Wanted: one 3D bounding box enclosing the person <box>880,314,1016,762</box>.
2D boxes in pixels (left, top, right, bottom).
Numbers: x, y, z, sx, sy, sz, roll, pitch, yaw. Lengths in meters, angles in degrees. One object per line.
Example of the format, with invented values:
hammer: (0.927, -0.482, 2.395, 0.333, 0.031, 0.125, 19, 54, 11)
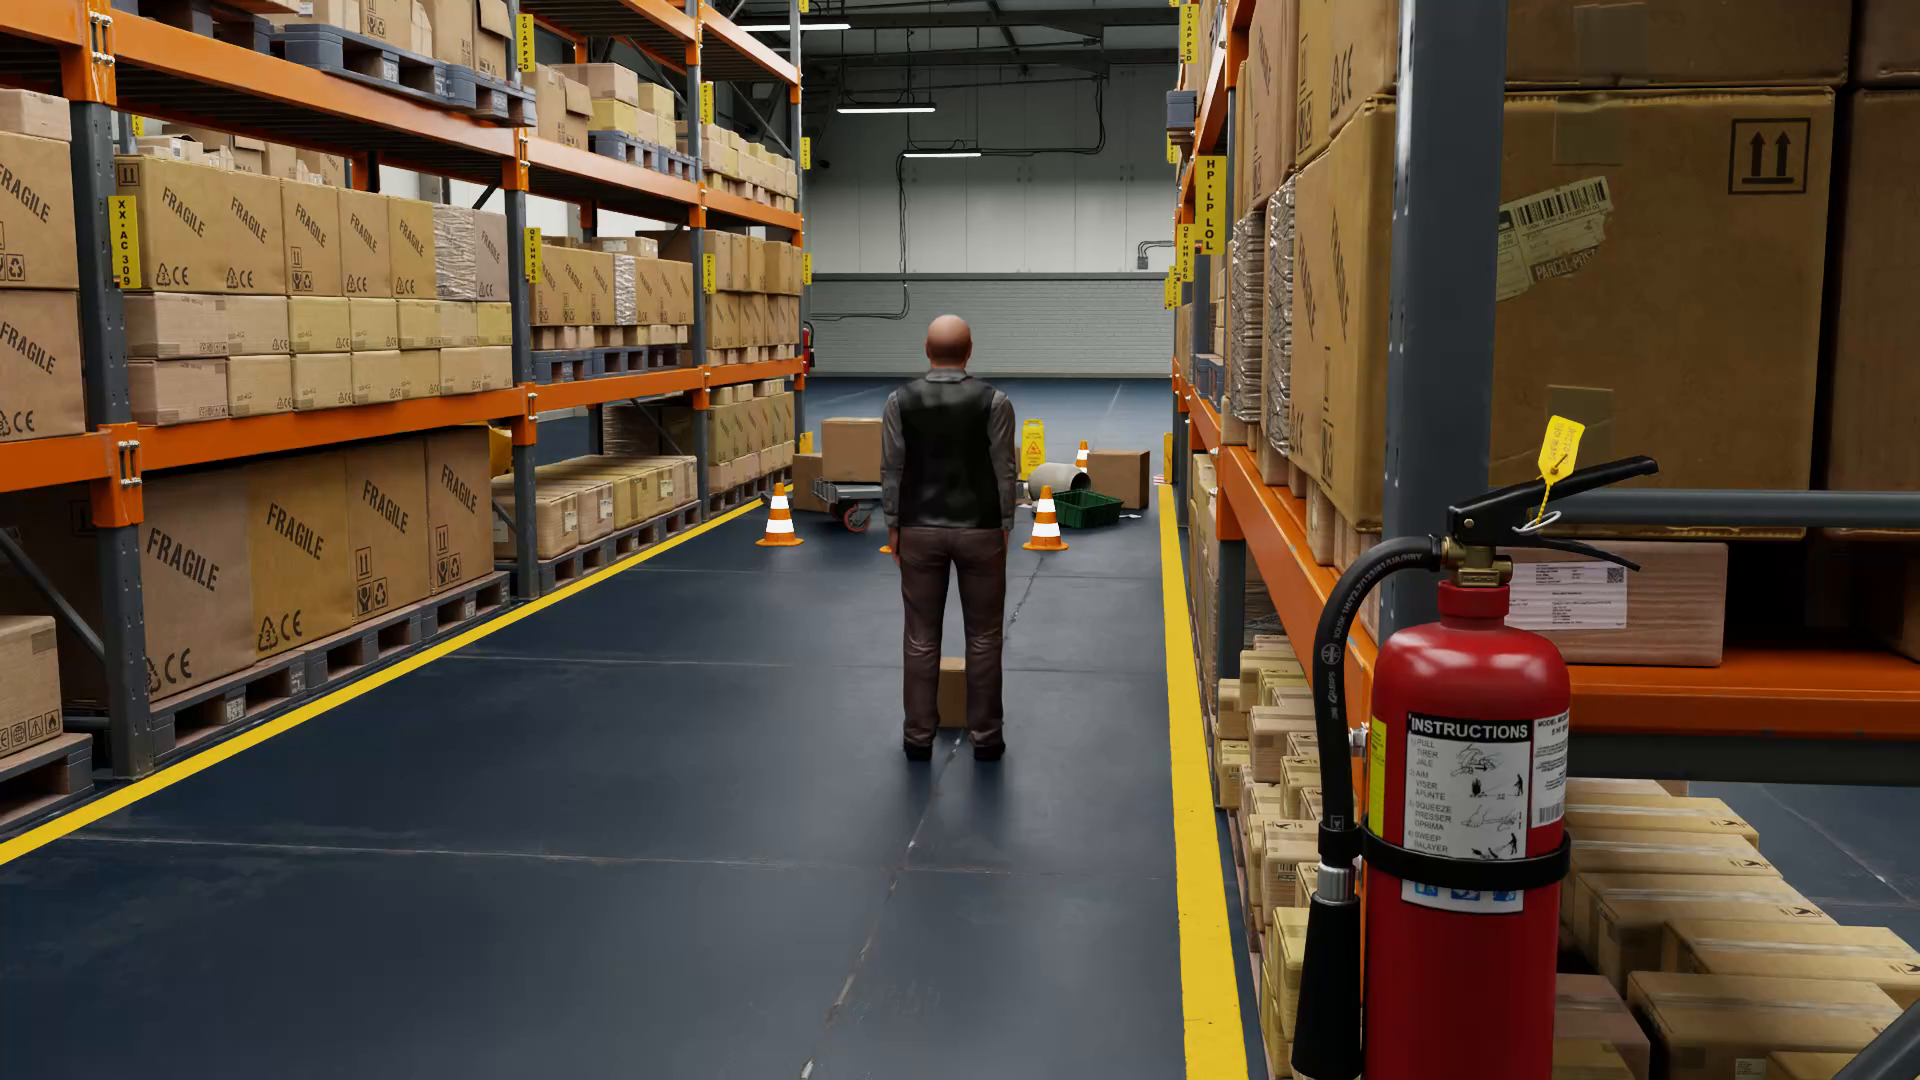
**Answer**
person: (-0.043, -0.011, 6.473, 0.532, 1.721, 0.355, 1, 8, 8)
